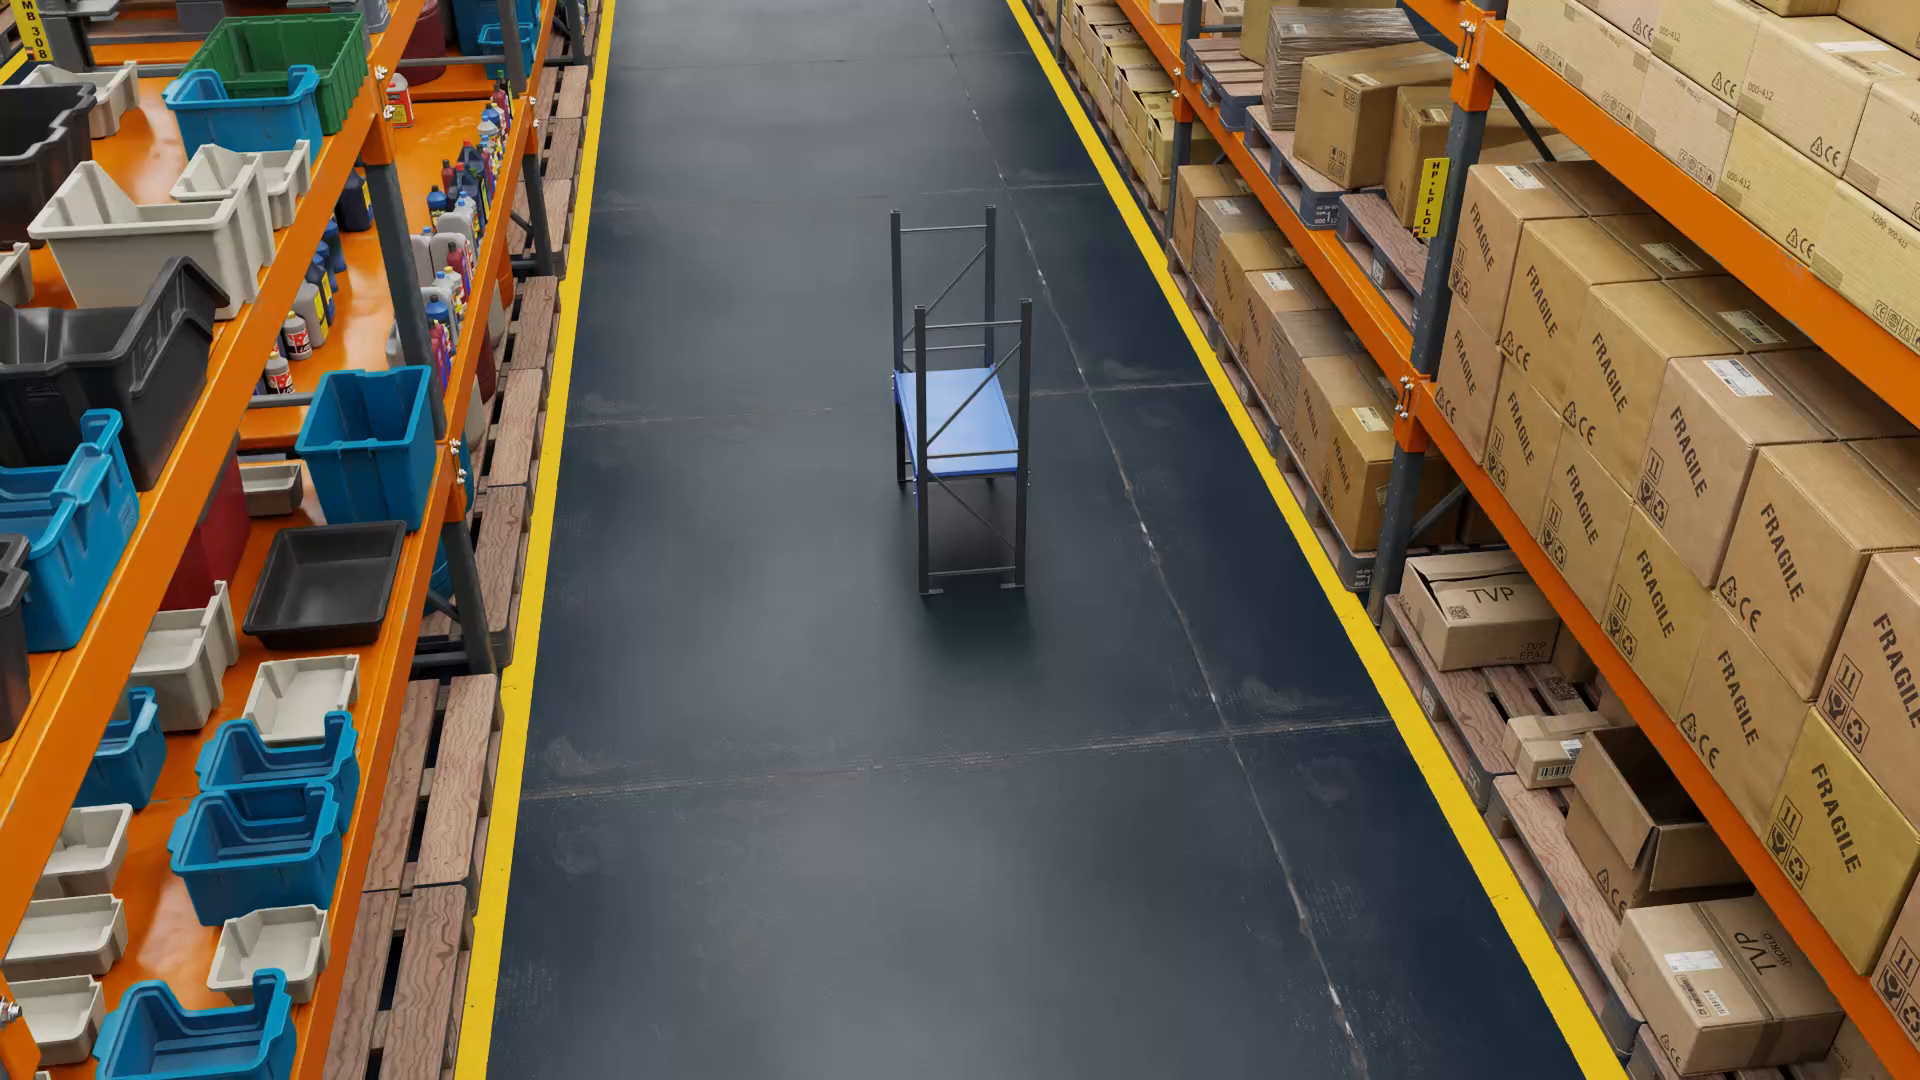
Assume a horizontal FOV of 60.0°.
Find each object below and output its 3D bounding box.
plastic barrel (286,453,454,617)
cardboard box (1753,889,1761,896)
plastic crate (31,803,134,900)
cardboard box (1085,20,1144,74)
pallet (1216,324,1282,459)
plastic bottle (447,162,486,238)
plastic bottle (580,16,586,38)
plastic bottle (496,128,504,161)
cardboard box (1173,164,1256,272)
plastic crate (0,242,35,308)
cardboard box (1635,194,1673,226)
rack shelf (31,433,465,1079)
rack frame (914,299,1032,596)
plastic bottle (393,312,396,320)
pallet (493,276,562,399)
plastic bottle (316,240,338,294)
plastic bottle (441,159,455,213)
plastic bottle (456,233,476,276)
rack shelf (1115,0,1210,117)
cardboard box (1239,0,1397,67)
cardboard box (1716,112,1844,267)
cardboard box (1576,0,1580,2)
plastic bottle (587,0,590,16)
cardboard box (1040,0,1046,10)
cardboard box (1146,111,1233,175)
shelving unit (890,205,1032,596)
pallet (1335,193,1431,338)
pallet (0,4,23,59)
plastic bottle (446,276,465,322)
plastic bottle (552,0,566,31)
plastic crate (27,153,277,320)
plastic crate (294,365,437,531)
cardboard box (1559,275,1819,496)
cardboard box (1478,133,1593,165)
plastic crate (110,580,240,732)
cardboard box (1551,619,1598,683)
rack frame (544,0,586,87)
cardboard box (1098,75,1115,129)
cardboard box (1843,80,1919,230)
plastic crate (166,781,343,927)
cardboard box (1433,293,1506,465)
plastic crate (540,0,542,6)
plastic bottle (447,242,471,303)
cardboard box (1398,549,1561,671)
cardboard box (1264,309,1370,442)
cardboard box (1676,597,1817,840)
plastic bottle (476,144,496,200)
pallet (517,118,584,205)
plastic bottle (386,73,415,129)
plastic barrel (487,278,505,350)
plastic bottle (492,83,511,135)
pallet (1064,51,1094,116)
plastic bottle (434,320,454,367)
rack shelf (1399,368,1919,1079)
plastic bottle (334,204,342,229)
[{"bbox_3d":[-2.568,-0.145,7.289,0.600,0.901,0.708,-4,35,-6],"label":"plastic barrel"},{"bbox_3d":[3.009,1.397,5.587,0.500,0.250,0.500,-4,35,-6],"label":"cardboard box"},{"bbox_3d":[-2.407,0.862,4.503,0.298,0.136,0.250,-4,35,-6],"label":"plastic crate"},{"bbox_3d":[1.263,-3.822,12.765,0.500,0.311,0.500,-5,35,-8],"label":"cardboard box"},{"bbox_3d":[2.083,-0.887,9.365,1.003,0.211,1.213,-4,35,-6],"label":"pallet"},{"bbox_3d":[-2.396,-1.644,8.043,0.144,0.351,0.185,-4,35,-6],"label":"plastic bottle"},{"bbox_3d":[-3.223,-4.347,14.060,0.097,0.201,0.097,0,34,0],"label":"plastic bottle"},{"bbox_3d":[-2.505,-2.132,8.892,0.097,0.201,0.097,0,34,0],"label":"plastic bottle"},{"bbox_3d":[1.637,-2.012,10.367,0.500,0.500,0.500,-3,34,-4],"label":"cardboard box"},{"bbox_3d":[-2.497,-0.566,3.987,0.437,0.136,0.530,-4,35,-6],"label":"plastic crate"},{"bbox_3d":[2.722,-1.098,6.221,0.500,0.500,0.500,-4,34,-6],"label":"cardboard box"},{"bbox_3d":[-2.243,0.880,4.934,1.077,0.370,4.000,-4,35,-6],"label":"rack shelf"},{"bbox_3d":[0.057,-0.384,7.481,0.500,1.500,0.032,-4,35,-6],"label":"rack frame"},{"bbox_3d":[-2.367,-0.923,7.117,0.097,0.201,0.097,0,34,0],"label":"plastic bottle"},{"bbox_3d":[-2.902,-1.176,9.789,1.003,0.211,1.213,-4,35,-6],"label":"pallet"},{"bbox_3d":[-2.899,-1.256,7.543,0.097,0.271,0.097,0,34,0],"label":"plastic bottle"},{"bbox_3d":[-2.537,-1.772,8.290,0.061,0.283,0.133,-4,35,-6],"label":"plastic bottle"},{"bbox_3d":[-2.309,-1.322,7.702,0.097,0.201,0.097,0,34,0],"label":"plastic bottle"},{"bbox_3d":[1.590,-3.957,12.032,1.077,0.370,4.000,-4,35,-6],"label":"rack shelf"},{"bbox_3d":[2.056,-3.010,9.542,0.700,0.500,0.500,-16,37,-22],"label":"cardboard box"},{"bbox_3d":[2.417,-0.957,4.460,0.500,0.250,0.500,-4,35,-6],"label":"cardboard box"},{"bbox_3d":[2.216,-2.000,5.547,0.500,0.250,0.500,-4,35,-6],"label":"cardboard box"},{"bbox_3d":[-3.291,-4.739,14.562,0.061,0.283,0.133,-3,34,-4],"label":"plastic bottle"},{"bbox_3d":[0.985,-4.930,14.889,0.500,0.250,0.500,-4,35,-6],"label":"cardboard box"},{"bbox_3d":[1.545,-2.681,11.091,0.500,0.311,0.500,-3,34,-5],"label":"cardboard box"},{"bbox_3d":[-0.011,-0.667,7.897,0.538,1.500,1.048,-4,35,-6],"label":"shelving unit"},{"bbox_3d":[2.398,-1.281,7.637,1.003,0.211,1.213,-4,35,-6],"label":"pallet"},{"bbox_3d":[-8.788,-4.524,14.702,1.003,0.211,1.213,-4,35,-6],"label":"pallet"},{"bbox_3d":[-2.247,-1.064,7.324,0.097,0.201,0.097,0,34,0],"label":"plastic bottle"},{"bbox_3d":[-3.428,-4.556,14.233,0.144,0.351,0.185,-4,35,-6],"label":"plastic bottle"},{"bbox_3d":[-1.966,-0.752,4.131,0.437,0.282,0.530,-4,35,-6],"label":"plastic crate"},{"bbox_3d":[-2.111,-0.317,6.012,0.392,0.384,0.575,-4,35,-6],"label":"plastic crate"},{"bbox_3d":[2.320,-0.502,5.346,0.500,0.500,0.500,-5,35,-8],"label":"cardboard box"},{"bbox_3d":[2.555,-1.402,7.183,0.700,0.500,0.500,-16,37,-22],"label":"cardboard box"},{"bbox_3d":[-2.489,0.357,5.115,0.437,0.282,0.530,-4,35,-6],"label":"plastic crate"},{"bbox_3d":[2.755,0.241,7.061,0.500,0.500,0.500,-4,35,-6],"label":"cardboard box"},{"bbox_3d":[-3.587,-4.997,12.920,1.000,3.000,0.127,-4,35,-6],"label":"rack frame"},{"bbox_3d":[1.337,-3.306,12.506,0.500,0.250,0.500,-4,34,-5],"label":"cardboard box"},{"bbox_3d":[2.482,-0.884,3.909,0.500,0.250,0.500,-4,35,-6],"label":"cardboard box"},{"bbox_3d":[-1.858,0.846,4.441,0.416,0.233,0.300,-4,35,-6],"label":"plastic crate"},{"bbox_3d":[2.196,-0.643,6.441,0.500,0.500,0.500,-4,34,-5],"label":"cardboard box"},{"bbox_3d":[-2.964,-3.717,10.983,0.402,0.464,0.583,-4,35,-6],"label":"plastic crate"},{"bbox_3d":[-2.258,-1.218,7.477,0.061,0.283,0.133,-4,35,-6],"label":"plastic bottle"},{"bbox_3d":[2.239,0.274,7.182,0.500,0.311,0.500,-4,35,-6],"label":"cardboard box"},{"bbox_3d":[1.922,-0.865,8.685,0.500,0.500,0.500,-4,34,-6],"label":"cardboard box"},{"bbox_3d":[2.470,0.487,4.783,0.500,0.500,0.500,-4,34,-6],"label":"cardboard box"},{"bbox_3d":[-2.419,-1.886,8.457,0.061,0.283,0.133,-4,35,-6],"label":"plastic bottle"},{"bbox_3d":[-3.276,-2.728,12.065,1.003,0.211,1.213,-4,35,-6],"label":"pallet"},{"bbox_3d":[-3.161,-2.460,9.306,0.152,0.276,0.135,-4,35,-6],"label":"plastic bottle"},{"bbox_3d":[-2.802,-1.331,9.375,0.421,0.512,0.421,0,34,0],"label":"plastic barrel"},{"bbox_3d":[-2.541,-2.395,9.204,0.061,0.283,0.133,-4,35,-6],"label":"plastic bottle"},{"bbox_3d":[1.459,-3.810,13.653,1.003,0.211,1.213,-4,35,-6],"label":"pallet"},{"bbox_3d":[-2.190,-0.826,6.974,0.097,0.201,0.097,0,34,0],"label":"plastic bottle"},{"bbox_3d":[2.666,0.507,5.481,1.077,0.370,4.000,-4,35,-6],"label":"rack shelf"},{"bbox_3d":[-3.125,-1.674,8.153,0.152,0.276,0.135,-4,35,-6],"label":"plastic bottle"}]
